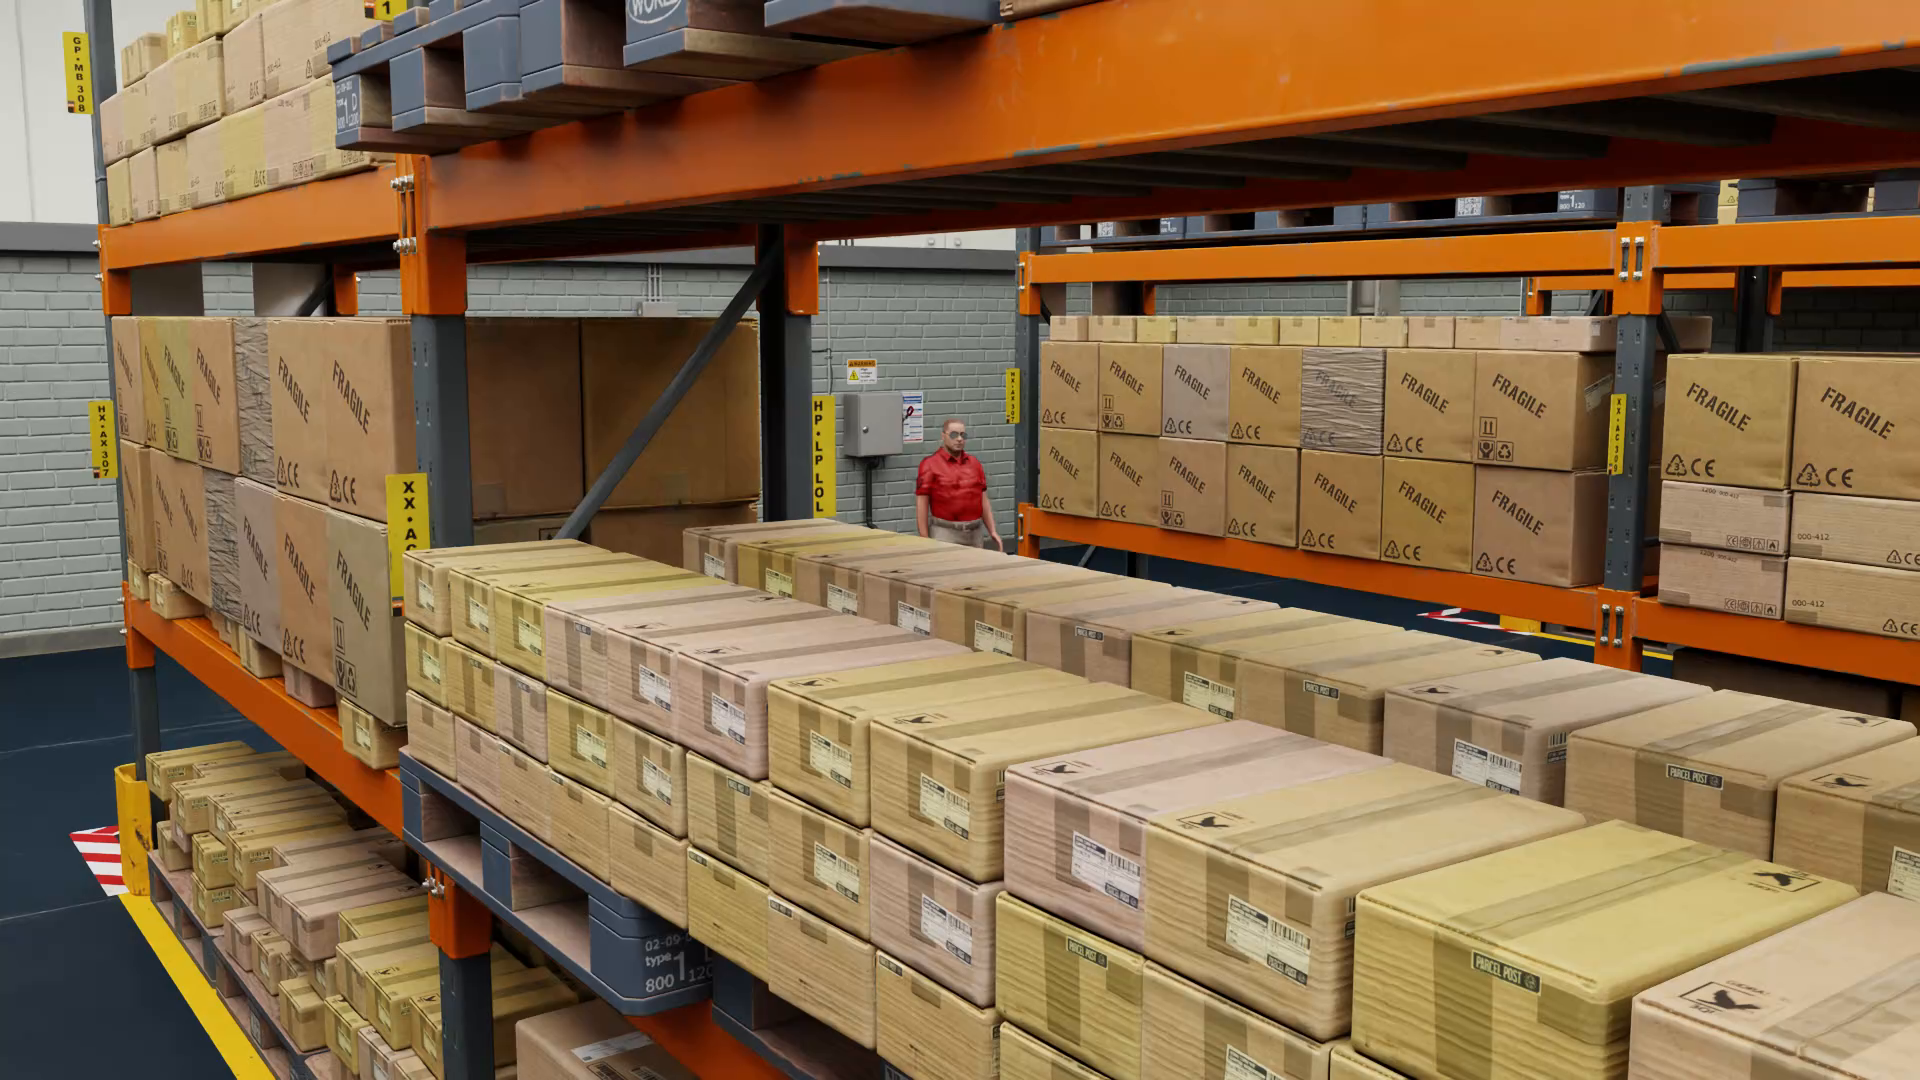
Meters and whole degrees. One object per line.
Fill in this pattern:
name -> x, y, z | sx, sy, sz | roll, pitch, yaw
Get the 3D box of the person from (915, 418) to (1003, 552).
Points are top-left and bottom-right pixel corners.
person -> 0.012, 0.029, 11.680 | 0.560, 1.762, 0.537 | -6, 10, -36
